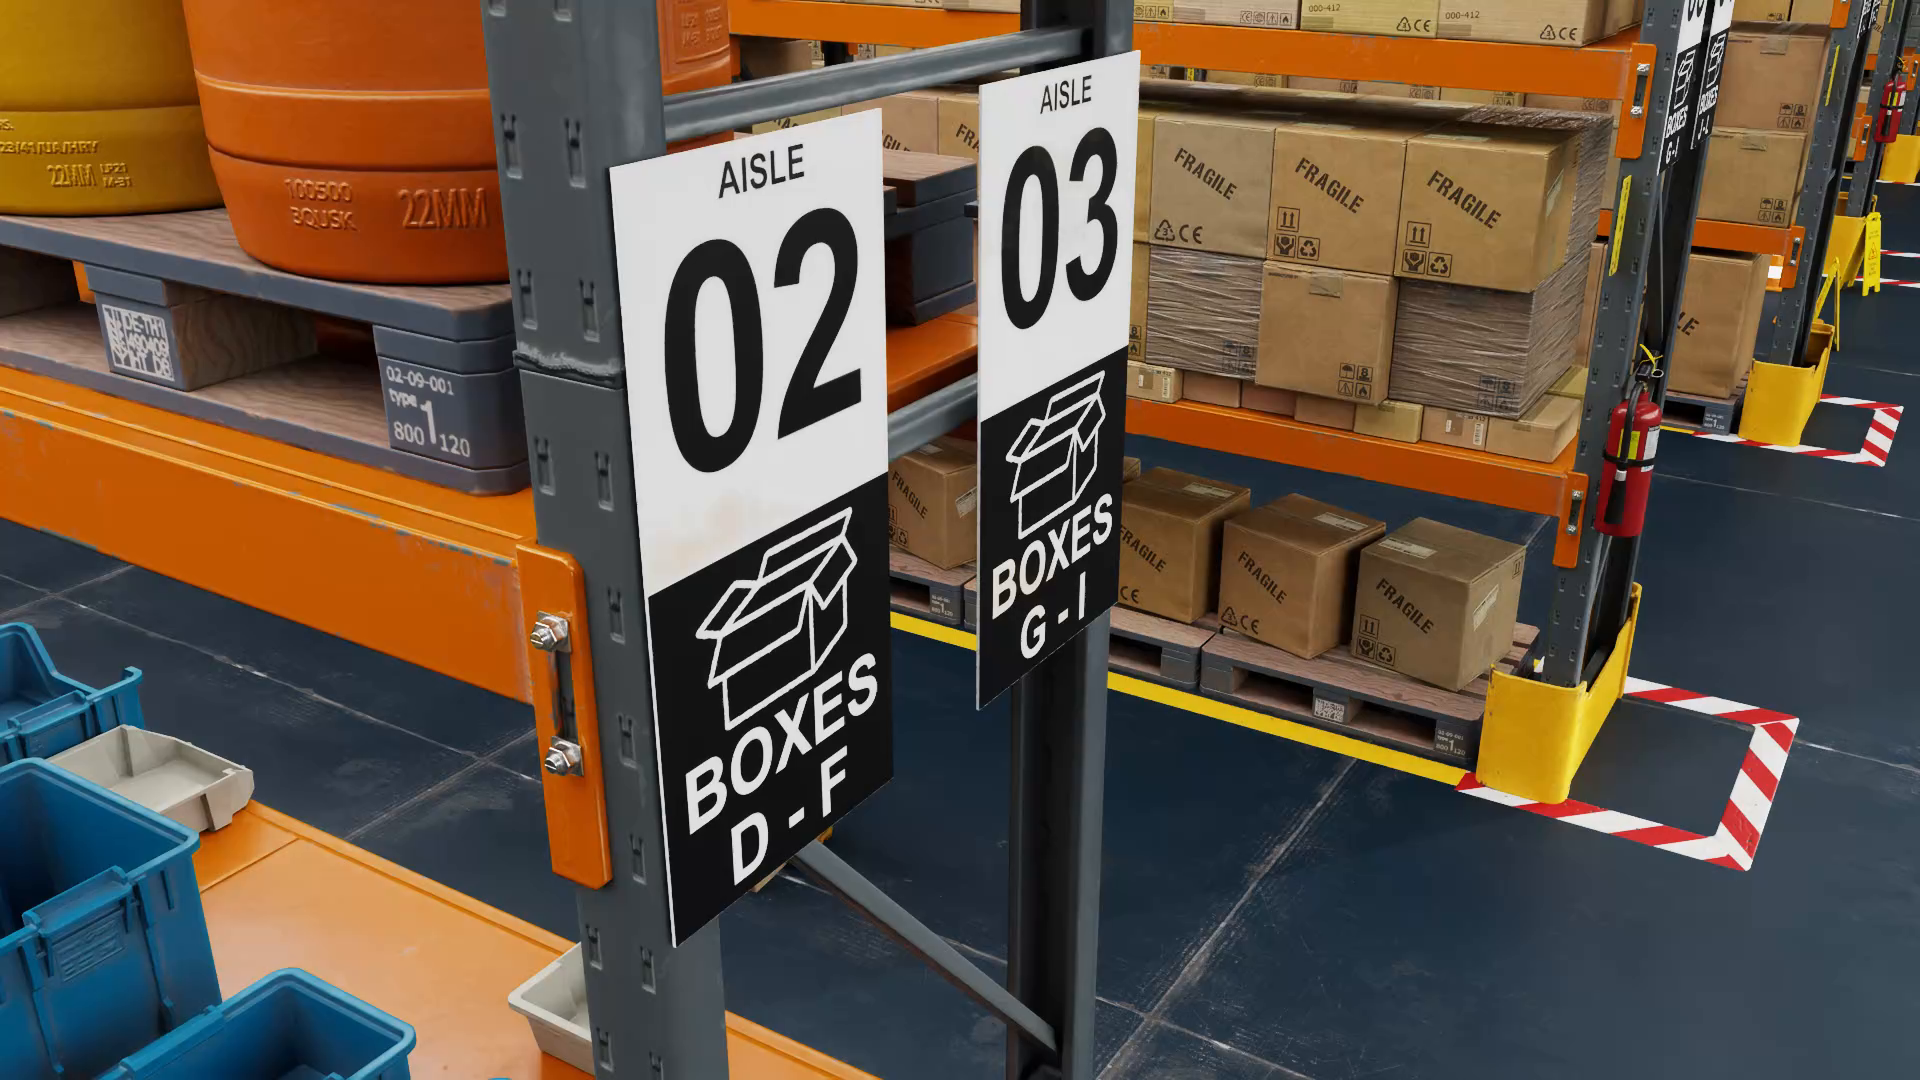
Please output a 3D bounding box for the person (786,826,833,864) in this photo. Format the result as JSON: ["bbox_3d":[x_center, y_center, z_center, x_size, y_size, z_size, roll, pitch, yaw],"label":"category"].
[{"bbox_3d":[-0.658,0.293,5.881,0.608,1.780,0.448,14,27,29],"label":"person"}]
